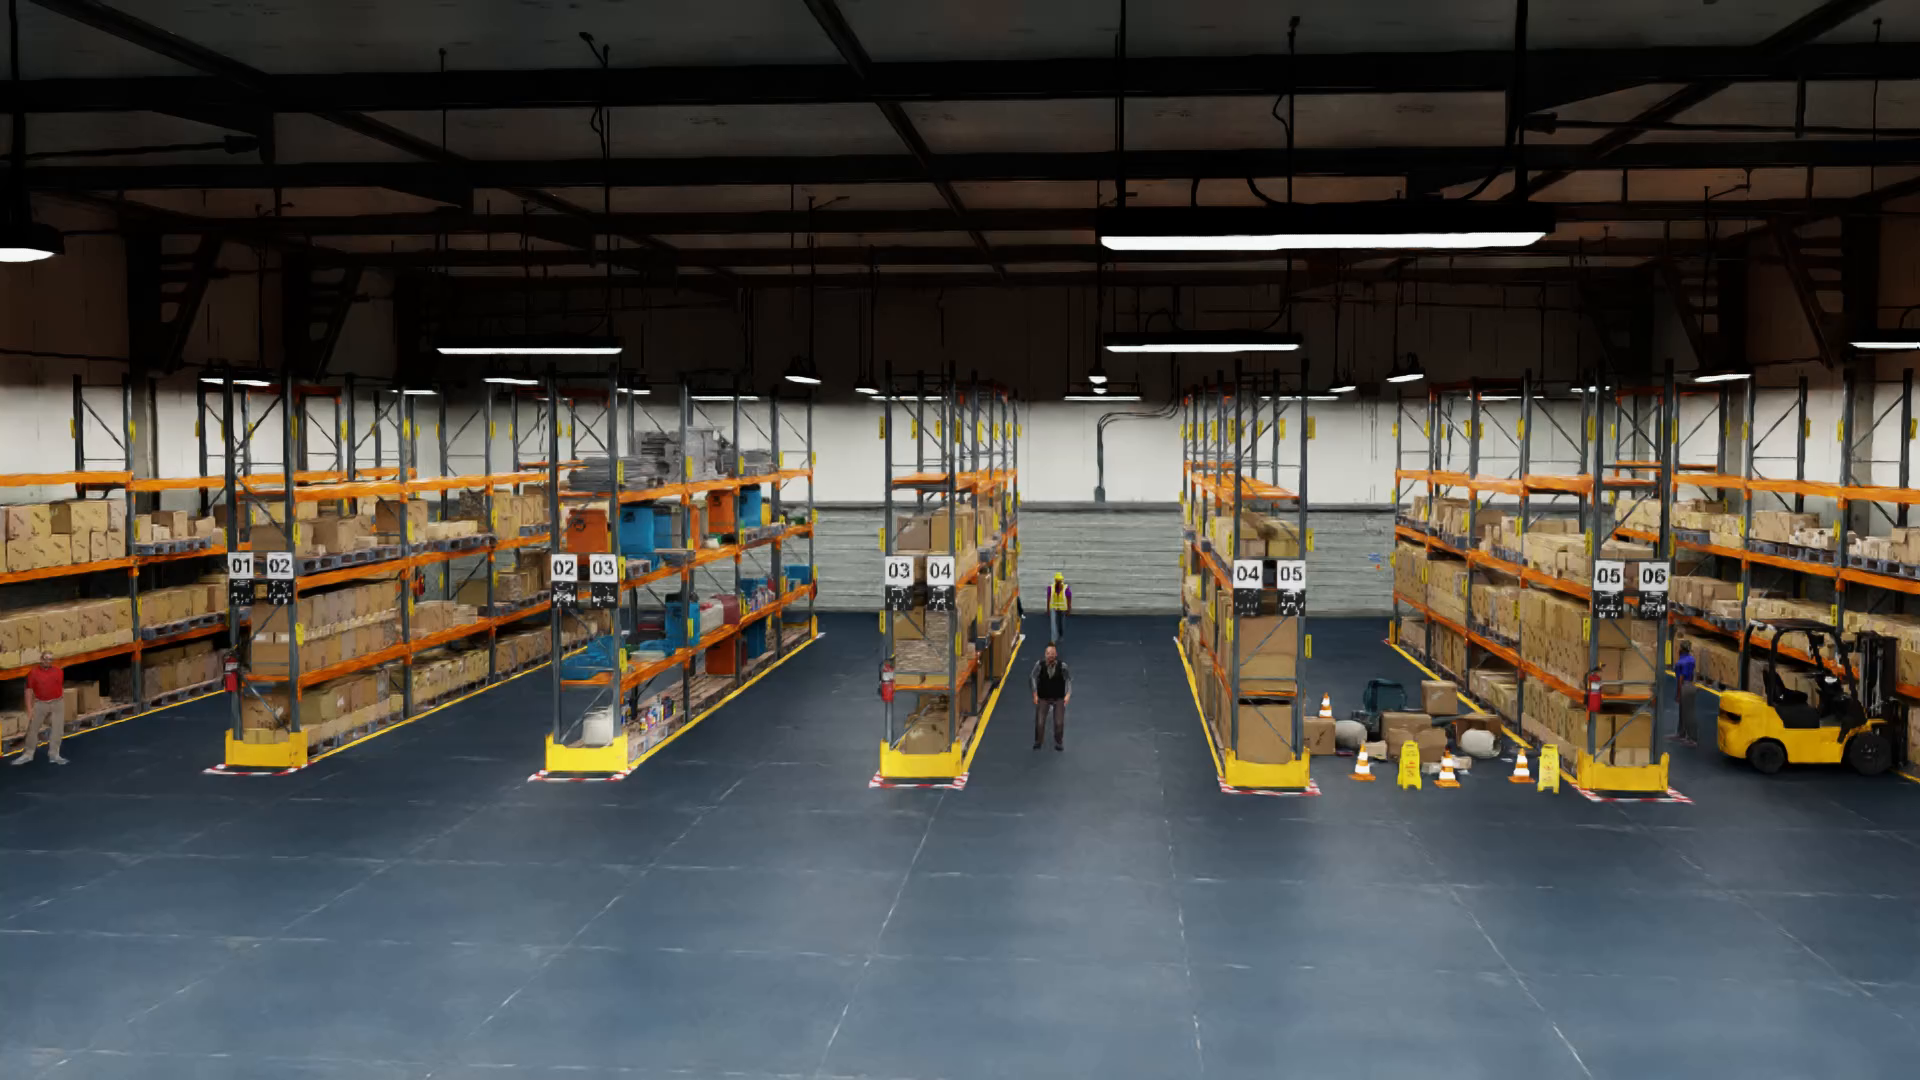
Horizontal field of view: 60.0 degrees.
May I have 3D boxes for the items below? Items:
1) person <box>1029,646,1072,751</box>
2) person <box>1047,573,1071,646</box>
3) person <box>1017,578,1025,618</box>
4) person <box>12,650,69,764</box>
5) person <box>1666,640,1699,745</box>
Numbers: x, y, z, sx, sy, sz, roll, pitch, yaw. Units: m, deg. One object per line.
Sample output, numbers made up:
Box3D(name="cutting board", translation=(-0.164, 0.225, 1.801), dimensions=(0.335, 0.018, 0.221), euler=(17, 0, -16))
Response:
Box3D(name="person", translation=(1.412, 2.472, 25.945), dimensions=(0.679, 1.665, 0.549), euler=(0, 4, 3))
Box3D(name="person", translation=(2.306, 1.603, 38.789), dimensions=(0.573, 1.693, 1.131), euler=(0, 4, 3))
Box3D(name="person", translation=(1.396, 1.360, 43.589), dimensions=(0.463, 1.531, 0.852), euler=(2, 4, 27))
Box3D(name="person", translation=(-13.789, 2.511, 24.897), dimensions=(0.732, 1.719, 0.531), euler=(-4, 5, -43))
Box3D(name="person", translation=(11.561, 2.415, 26.572), dimensions=(0.563, 1.651, 0.569), euler=(3, 5, 39))
